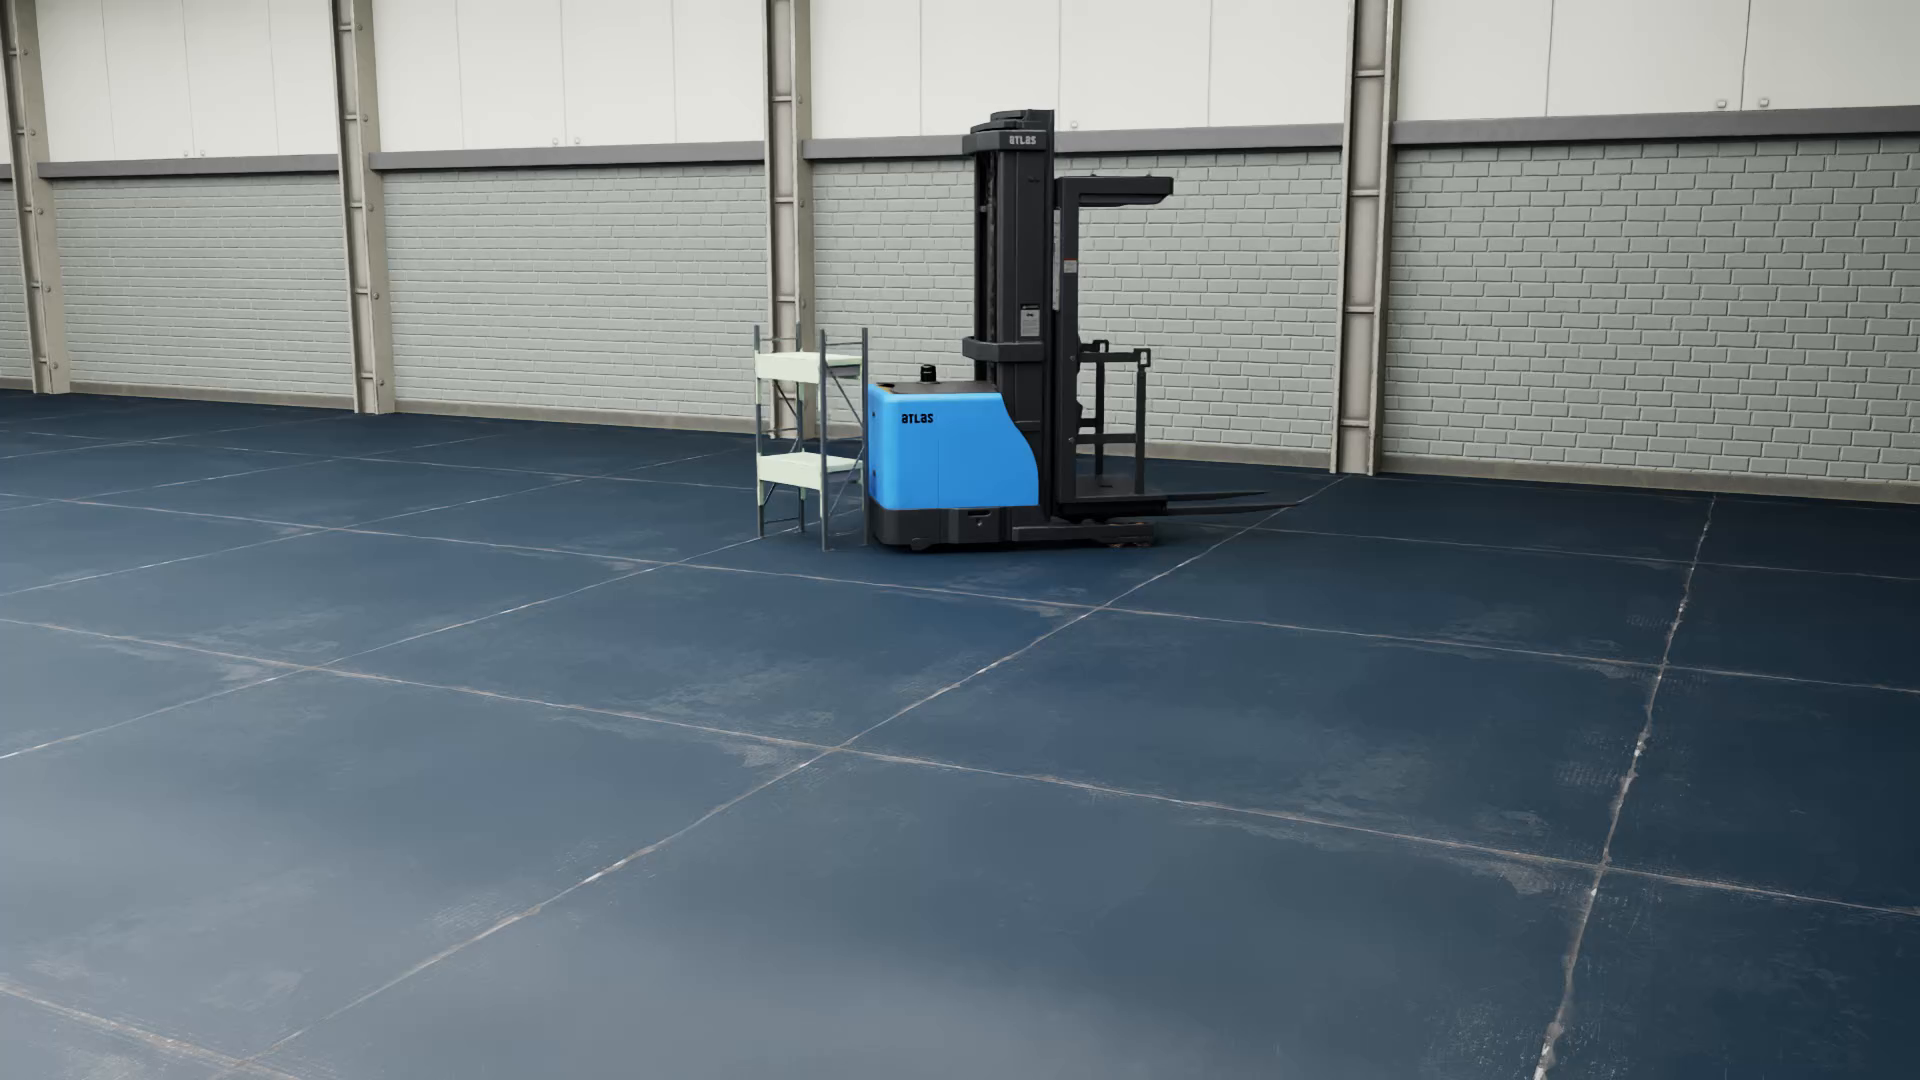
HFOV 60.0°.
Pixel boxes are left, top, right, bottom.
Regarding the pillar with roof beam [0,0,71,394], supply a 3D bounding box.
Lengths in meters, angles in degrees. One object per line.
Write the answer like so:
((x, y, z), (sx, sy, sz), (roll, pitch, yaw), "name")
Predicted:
((-14.445, -5.778, 18.390), (0.400, 9.000, 9.100), (5, 11, 26), "pillar with roof beam")

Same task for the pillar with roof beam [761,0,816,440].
((-3.684, -4.833, 13.165), (0.400, 9.000, 9.100), (5, 11, 26), "pillar with roof beam")

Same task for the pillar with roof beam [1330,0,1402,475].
((1.697, -4.360, 10.553), (0.400, 9.000, 9.100), (5, 11, 26), "pillar with roof beam")

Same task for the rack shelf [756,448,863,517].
((-1.031, -0.407, 11.597), (0.431, 0.370, 0.720), (-9, 14, -42), "rack shelf")

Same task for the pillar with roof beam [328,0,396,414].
((-9.064, -5.306, 15.778), (0.400, 9.000, 9.100), (5, 11, 26), "pillar with roof beam")

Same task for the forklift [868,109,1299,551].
((0.874, -1.479, 11.670), (3.031, 2.935, 1.130), (-2, 10, -11), "forklift")

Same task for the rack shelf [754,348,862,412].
((-1.031, -1.112, 11.470), (0.431, 0.370, 0.720), (-9, 14, -42), "rack shelf")

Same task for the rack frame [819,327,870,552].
((-0.781, -0.680, 11.276), (0.400, 1.500, 0.023), (-9, 14, -42), "rack frame")

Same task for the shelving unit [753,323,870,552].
((-1.031, -0.728, 11.539), (0.431, 1.500, 0.755), (-9, 14, -42), "shelving unit")

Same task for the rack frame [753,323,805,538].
((-1.280, -0.775, 11.803), (0.400, 1.500, 0.023), (-9, 14, -42), "rack frame")
